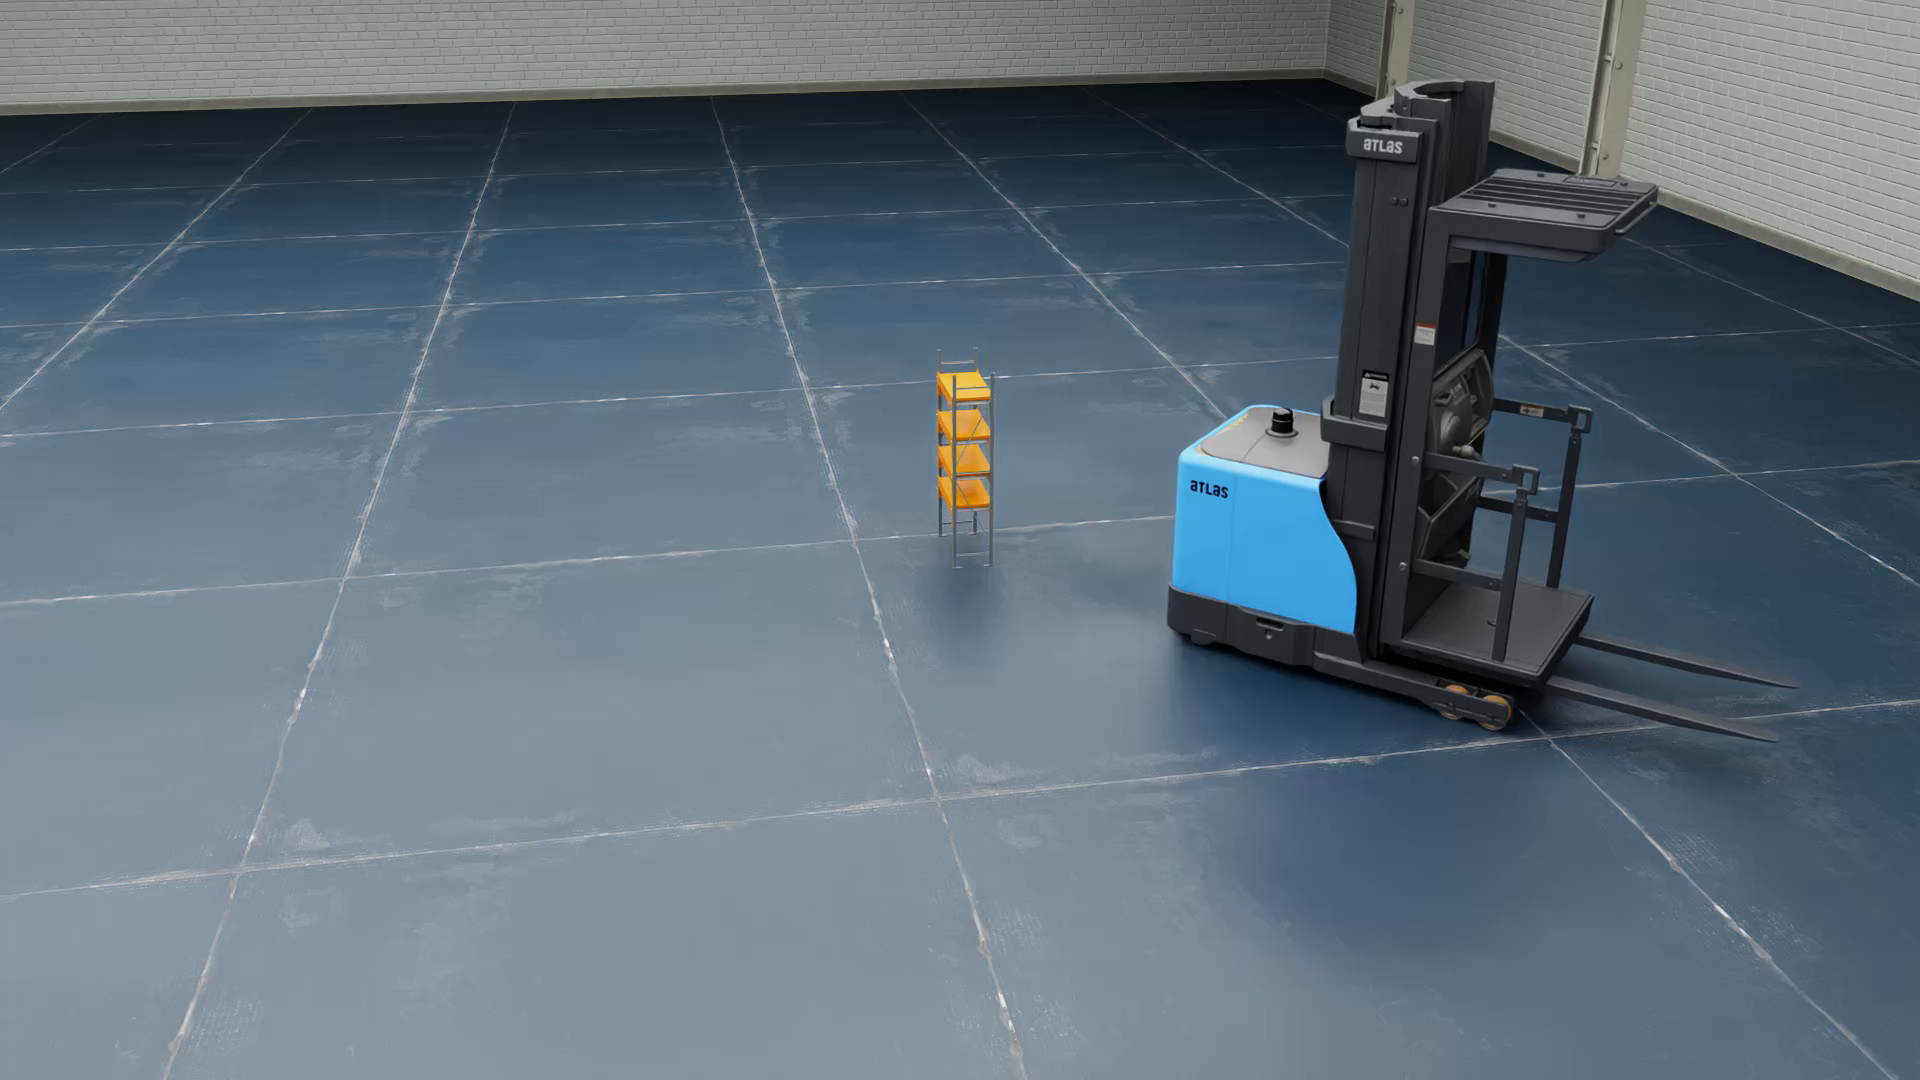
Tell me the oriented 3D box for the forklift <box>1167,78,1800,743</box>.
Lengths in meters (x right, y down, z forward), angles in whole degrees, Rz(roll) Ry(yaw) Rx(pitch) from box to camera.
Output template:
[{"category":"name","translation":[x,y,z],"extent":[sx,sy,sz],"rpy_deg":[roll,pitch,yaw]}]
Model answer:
[{"category":"forklift","translation":[2.640,-0.657,8.093],"extent":[3.031,2.935,1.130],"rpy_deg":[14,27,30]}]

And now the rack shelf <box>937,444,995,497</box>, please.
[{"category":"rack shelf","translation":[0.031,-0.423,9.888],"extent":[0.258,0.148,0.480],"rpy_deg":[-4,24,-10]}]

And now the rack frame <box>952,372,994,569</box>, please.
[{"category":"rack frame","translation":[0.076,-0.389,9.641],"extent":[0.240,1.200,0.015],"rpy_deg":[-4,24,-10]}]

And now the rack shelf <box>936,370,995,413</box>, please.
[{"category":"rack shelf","translation":[0.031,-0.845,9.704],"extent":[0.258,0.148,0.480],"rpy_deg":[-4,24,-10]}]

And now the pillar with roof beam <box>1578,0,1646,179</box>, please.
[{"category":"pillar with roof beam","translation":[3.460,-8.098,17.548],"extent":[9.100,9.000,0.400],"rpy_deg":[-4,24,-10]}]

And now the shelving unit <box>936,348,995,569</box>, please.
[{"category":"shelving unit","translation":[0.031,-0.485,9.861],"extent":[0.258,1.200,0.503],"rpy_deg":[-4,24,-10]}]

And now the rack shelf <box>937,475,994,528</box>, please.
[{"category":"rack shelf","translation":[0.031,-0.241,9.967],"extent":[0.258,0.148,0.480],"rpy_deg":[-4,24,-10]}]

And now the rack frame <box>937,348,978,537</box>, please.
[{"category":"rack frame","translation":[-0.014,-0.581,10.081],"extent":[0.240,1.200,0.015],"rpy_deg":[-4,24,-10]}]

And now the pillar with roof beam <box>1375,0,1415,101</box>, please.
[{"category":"pillar with roof beam","translation":[2.350,-10.458,22.951],"extent":[9.100,9.000,0.400],"rpy_deg":[-4,24,-10]}]

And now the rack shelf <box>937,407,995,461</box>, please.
[{"category":"rack shelf","translation":[0.031,-0.628,9.798],"extent":[0.258,0.148,0.480],"rpy_deg":[-4,24,-10]}]
